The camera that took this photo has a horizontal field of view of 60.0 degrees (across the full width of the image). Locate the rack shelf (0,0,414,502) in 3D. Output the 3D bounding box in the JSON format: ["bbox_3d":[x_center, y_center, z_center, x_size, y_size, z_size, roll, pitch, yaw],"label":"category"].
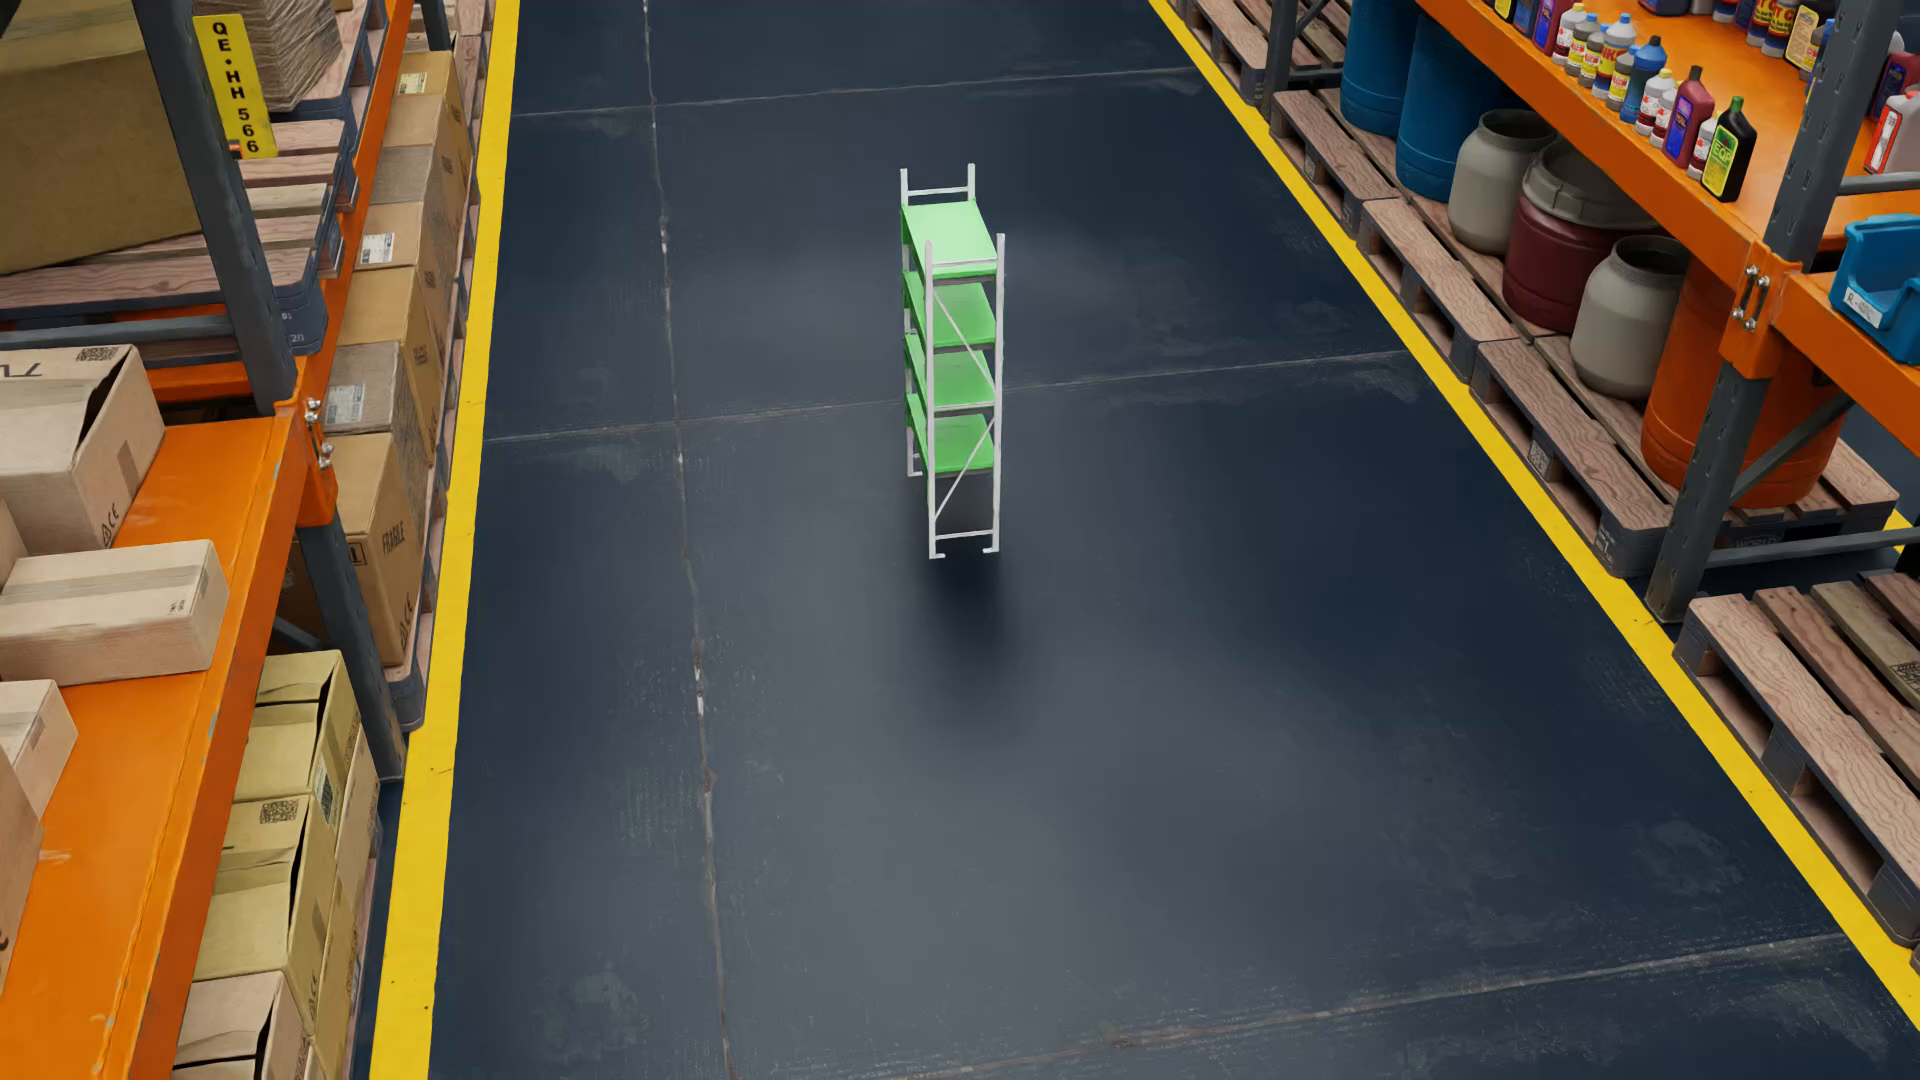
[{"bbox_3d":[-2.474,-1.389,5.680,1.077,0.370,4.000,-6,38,-8],"label":"rack shelf"}]

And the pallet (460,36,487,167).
[{"bbox_3d":[-2.944,-2.195,8.404,1.003,0.211,1.213,-6,38,-8],"label":"pallet"}]

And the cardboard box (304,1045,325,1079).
[{"bbox_3d":[-1.612,1.361,3.452,0.500,0.250,0.500,-5,38,-7],"label":"cardboard box"}]

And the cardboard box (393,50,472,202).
[{"bbox_3d":[-2.456,-1.801,7.302,0.500,0.500,0.500,-6,38,-8],"label":"cardboard box"}]

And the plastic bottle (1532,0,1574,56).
[{"bbox_3d":[2.063,-1.839,5.767,0.061,0.283,0.133,-6,38,-8],"label":"plastic bottle"}]

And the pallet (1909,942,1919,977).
[{"bbox_3d":[3.062,1.313,3.888,1.003,0.211,1.213,-6,38,-8],"label":"pallet"}]

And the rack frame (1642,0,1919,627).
[{"bbox_3d":[2.754,-0.996,4.587,1.000,3.000,0.127,-6,38,-8],"label":"rack frame"}]

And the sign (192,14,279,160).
[{"bbox_3d":[-1.577,-0.984,3.628,0.100,0.325,0.005,-6,38,-8],"label":"sign"}]

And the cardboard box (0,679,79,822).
[{"bbox_3d":[-1.844,0.398,2.997,0.380,0.149,0.250,-4,38,-5],"label":"cardboard box"}]

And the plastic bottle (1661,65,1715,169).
[{"bbox_3d":[2.223,-1.288,5.058,0.061,0.283,0.133,-6,38,-8],"label":"plastic bottle"}]

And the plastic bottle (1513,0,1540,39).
[{"bbox_3d":[2.076,-1.966,5.876,0.144,0.351,0.185,-6,38,-8],"label":"plastic bottle"}]

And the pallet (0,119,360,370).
[{"bbox_3d":[-2.311,-0.791,4.480,1.213,0.211,1.003,-6,38,-8],"label":"pallet"}]

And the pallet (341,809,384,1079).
[{"bbox_3d":[-2.017,1.137,4.114,1.003,0.211,1.213,-6,38,-8],"label":"pallet"}]

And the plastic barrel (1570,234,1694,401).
[{"bbox_3d":[2.464,-0.804,6.026,0.421,0.512,0.421,0,38,0],"label":"plastic barrel"}]

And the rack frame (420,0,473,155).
[{"bbox_3d":[-2.825,-2.881,7.014,1.000,3.000,0.127,-6,38,-8],"label":"rack frame"}]

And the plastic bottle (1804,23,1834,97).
[{"bbox_3d":[2.862,-1.587,5.453,0.097,0.271,0.097,0,38,0],"label":"plastic bottle"}]

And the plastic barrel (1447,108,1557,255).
[{"bbox_3d":[2.266,-1.486,6.904,0.421,0.512,0.421,0,38,0],"label":"plastic barrel"}]

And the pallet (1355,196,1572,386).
[{"bbox_3d":[2.364,-1.102,6.996,1.003,0.211,1.213,-6,38,-8],"label":"pallet"}]

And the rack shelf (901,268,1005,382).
[{"bbox_3d":[-0.029,-0.713,5.403,0.258,0.148,0.480,-6,38,-8],"label":"rack shelf"}]

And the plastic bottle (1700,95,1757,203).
[{"bbox_3d":[2.263,-1.148,4.878,0.061,0.283,0.133,-6,38,-8],"label":"plastic bottle"}]

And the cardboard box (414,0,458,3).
[{"bbox_3d":[-3.159,-3.203,9.105,0.797,0.503,0.637,-6,38,-8],"label":"cardboard box"}]

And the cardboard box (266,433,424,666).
[{"bbox_3d":[-1.922,0.042,4.929,0.500,0.500,0.500,-5,38,-6],"label":"cardboard box"}]

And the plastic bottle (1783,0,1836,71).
[{"bbox_3d":[2.896,-1.751,5.653,0.061,0.283,0.133,-6,38,-8],"label":"plastic bottle"}]

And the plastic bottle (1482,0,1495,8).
[{"bbox_3d":[2.020,-2.158,6.123,0.144,0.351,0.185,-6,38,-8],"label":"plastic bottle"}]

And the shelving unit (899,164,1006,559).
[{"bbox_3d":[-0.029,-0.574,5.511,0.258,1.200,0.503,-6,38,-8],"label":"shelving unit"}]

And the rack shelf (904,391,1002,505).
[{"bbox_3d":[-0.029,-0.334,5.697,0.258,0.148,0.480,-6,38,-8],"label":"rack shelf"}]

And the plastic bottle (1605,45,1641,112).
[{"bbox_3d":[2.169,-1.503,5.402,0.097,0.201,0.097,0,38,0],"label":"plastic bottle"}]

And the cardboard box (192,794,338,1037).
[{"bbox_3d":[-1.691,0.836,3.670,0.500,0.311,0.500,-7,38,-9],"label":"cardboard box"}]

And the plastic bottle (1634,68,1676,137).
[{"bbox_3d":[2.203,-1.386,5.251,0.097,0.201,0.097,0,38,0],"label":"plastic bottle"}]

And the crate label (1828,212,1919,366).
[{"bbox_3d":[2.459,-0.635,4.259,0.303,0.233,0.416,-6,38,-8],"label":"crate label"}]

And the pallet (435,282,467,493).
[{"bbox_3d":[-2.427,-0.554,6.292,1.003,0.211,1.213,-6,38,-8],"label":"pallet"}]

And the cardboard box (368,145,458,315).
[{"bbox_3d":[-2.290,-1.198,6.526,0.500,0.500,0.500,-6,38,-7],"label":"cardboard box"}]

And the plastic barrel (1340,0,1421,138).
[{"bbox_3d":[2.131,-2.419,7.786,0.600,0.901,0.708,-6,38,-8],"label":"plastic barrel"}]

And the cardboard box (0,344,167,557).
[{"bbox_3d":[-2.103,-0.206,3.643,0.500,0.311,0.500,-4,38,-5],"label":"cardboard box"}]

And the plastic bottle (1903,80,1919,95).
[{"bbox_3d":[2.986,-1.345,5.199,0.097,0.201,0.097,0,38,0],"label":"plastic bottle"}]

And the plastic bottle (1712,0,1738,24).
[{"bbox_3d":[2.801,-2.012,5.999,0.097,0.271,0.097,0,38,0],"label":"plastic bottle"}]

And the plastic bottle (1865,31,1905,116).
[{"bbox_3d":[2.915,-1.522,5.366,0.152,0.276,0.135,-6,38,-8],"label":"plastic bottle"}]

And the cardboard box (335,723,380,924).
[{"bbox_3d":[-1.791,0.746,4.243,0.500,0.250,0.500,-5,38,-7],"label":"cardboard box"}]

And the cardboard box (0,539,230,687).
[{"bbox_3d":[-1.694,0.147,3.320,0.380,0.149,0.250,-6,38,-8],"label":"cardboard box"}]

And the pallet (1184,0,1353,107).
[{"bbox_3d":[1.886,-2.751,9.119,1.003,0.211,1.213,-6,38,-8],"label":"pallet"}]

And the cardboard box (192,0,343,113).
[{"bbox_3d":[-2.317,-1.612,4.956,0.700,0.500,0.500,0,38,1],"label":"cardboard box"}]

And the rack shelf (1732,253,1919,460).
[{"bbox_3d":[3.105,0.496,3.253,1.077,0.370,4.000,-6,38,-8],"label":"rack shelf"}]

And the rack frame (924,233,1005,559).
[{"bbox_3d":[0.014,-0.426,5.321,0.240,1.200,0.015,-6,38,-8],"label":"rack frame"}]

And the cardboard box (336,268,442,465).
[{"bbox_3d":[-2.102,-0.577,5.726,0.500,0.500,0.500,-7,38,-9],"label":"cardboard box"}]

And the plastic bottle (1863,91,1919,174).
[{"bbox_3d":[2.847,-1.227,4.985,0.152,0.276,0.135,-6,38,-8],"label":"plastic bottle"}]

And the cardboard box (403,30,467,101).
[{"bbox_3d":[-2.685,-2.270,8.060,0.500,0.311,0.500,-6,38,-8],"label":"cardboard box"}]

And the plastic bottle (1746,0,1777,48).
[{"bbox_3d":[2.841,-1.872,5.820,0.097,0.271,0.097,0,38,0],"label":"plastic bottle"}]

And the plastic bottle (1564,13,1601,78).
[{"bbox_3d":[2.118,-1.680,5.629,0.097,0.201,0.097,0,38,0],"label":"plastic bottle"}]
